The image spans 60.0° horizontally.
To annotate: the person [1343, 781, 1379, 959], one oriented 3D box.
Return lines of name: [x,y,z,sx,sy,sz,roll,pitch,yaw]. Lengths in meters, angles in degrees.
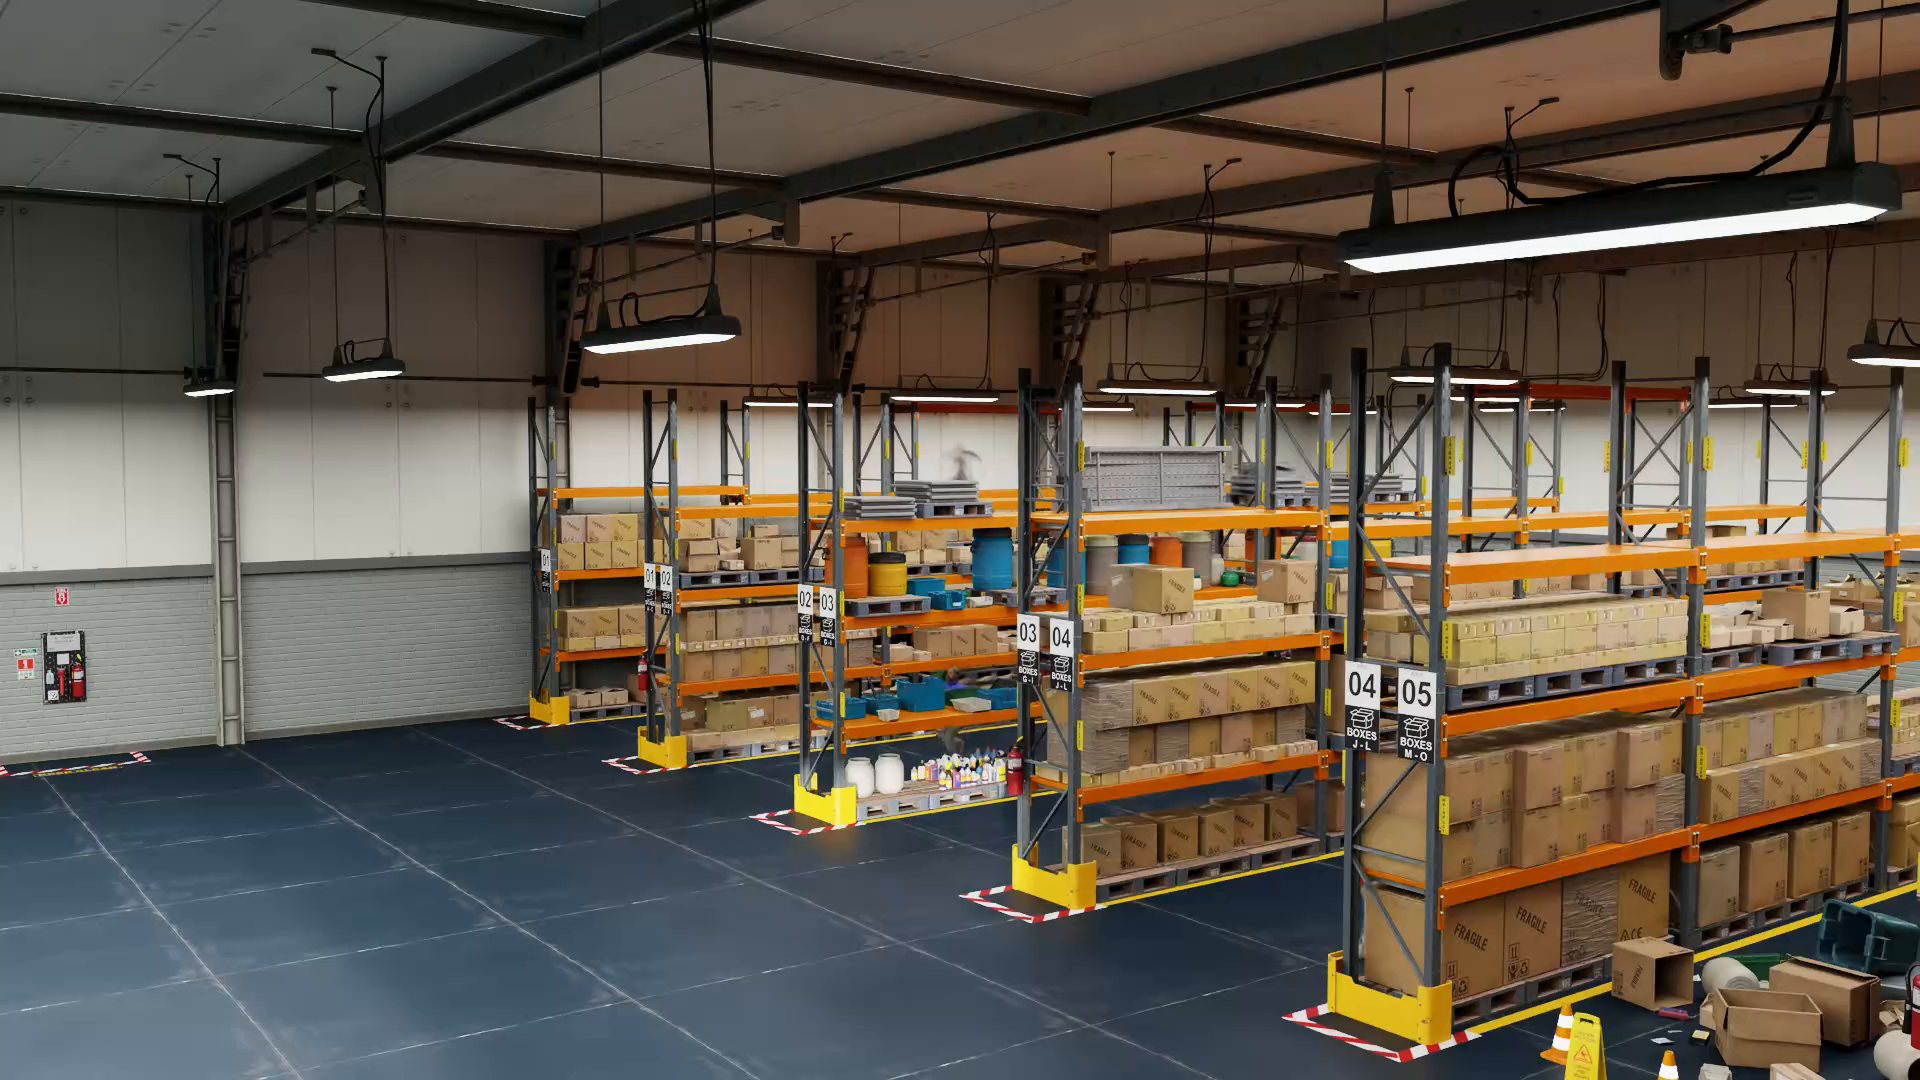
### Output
person: [4.193,3.255,16.854,0.952,1.772,0.650,-3,5,-44]

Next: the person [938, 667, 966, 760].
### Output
person: [-0.086,2.814,26.376,0.587,1.601,0.566,3,5,44]

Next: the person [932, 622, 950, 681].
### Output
person: [-0.324,2.374,32.276,0.908,1.764,0.669,-3,4,-41]
